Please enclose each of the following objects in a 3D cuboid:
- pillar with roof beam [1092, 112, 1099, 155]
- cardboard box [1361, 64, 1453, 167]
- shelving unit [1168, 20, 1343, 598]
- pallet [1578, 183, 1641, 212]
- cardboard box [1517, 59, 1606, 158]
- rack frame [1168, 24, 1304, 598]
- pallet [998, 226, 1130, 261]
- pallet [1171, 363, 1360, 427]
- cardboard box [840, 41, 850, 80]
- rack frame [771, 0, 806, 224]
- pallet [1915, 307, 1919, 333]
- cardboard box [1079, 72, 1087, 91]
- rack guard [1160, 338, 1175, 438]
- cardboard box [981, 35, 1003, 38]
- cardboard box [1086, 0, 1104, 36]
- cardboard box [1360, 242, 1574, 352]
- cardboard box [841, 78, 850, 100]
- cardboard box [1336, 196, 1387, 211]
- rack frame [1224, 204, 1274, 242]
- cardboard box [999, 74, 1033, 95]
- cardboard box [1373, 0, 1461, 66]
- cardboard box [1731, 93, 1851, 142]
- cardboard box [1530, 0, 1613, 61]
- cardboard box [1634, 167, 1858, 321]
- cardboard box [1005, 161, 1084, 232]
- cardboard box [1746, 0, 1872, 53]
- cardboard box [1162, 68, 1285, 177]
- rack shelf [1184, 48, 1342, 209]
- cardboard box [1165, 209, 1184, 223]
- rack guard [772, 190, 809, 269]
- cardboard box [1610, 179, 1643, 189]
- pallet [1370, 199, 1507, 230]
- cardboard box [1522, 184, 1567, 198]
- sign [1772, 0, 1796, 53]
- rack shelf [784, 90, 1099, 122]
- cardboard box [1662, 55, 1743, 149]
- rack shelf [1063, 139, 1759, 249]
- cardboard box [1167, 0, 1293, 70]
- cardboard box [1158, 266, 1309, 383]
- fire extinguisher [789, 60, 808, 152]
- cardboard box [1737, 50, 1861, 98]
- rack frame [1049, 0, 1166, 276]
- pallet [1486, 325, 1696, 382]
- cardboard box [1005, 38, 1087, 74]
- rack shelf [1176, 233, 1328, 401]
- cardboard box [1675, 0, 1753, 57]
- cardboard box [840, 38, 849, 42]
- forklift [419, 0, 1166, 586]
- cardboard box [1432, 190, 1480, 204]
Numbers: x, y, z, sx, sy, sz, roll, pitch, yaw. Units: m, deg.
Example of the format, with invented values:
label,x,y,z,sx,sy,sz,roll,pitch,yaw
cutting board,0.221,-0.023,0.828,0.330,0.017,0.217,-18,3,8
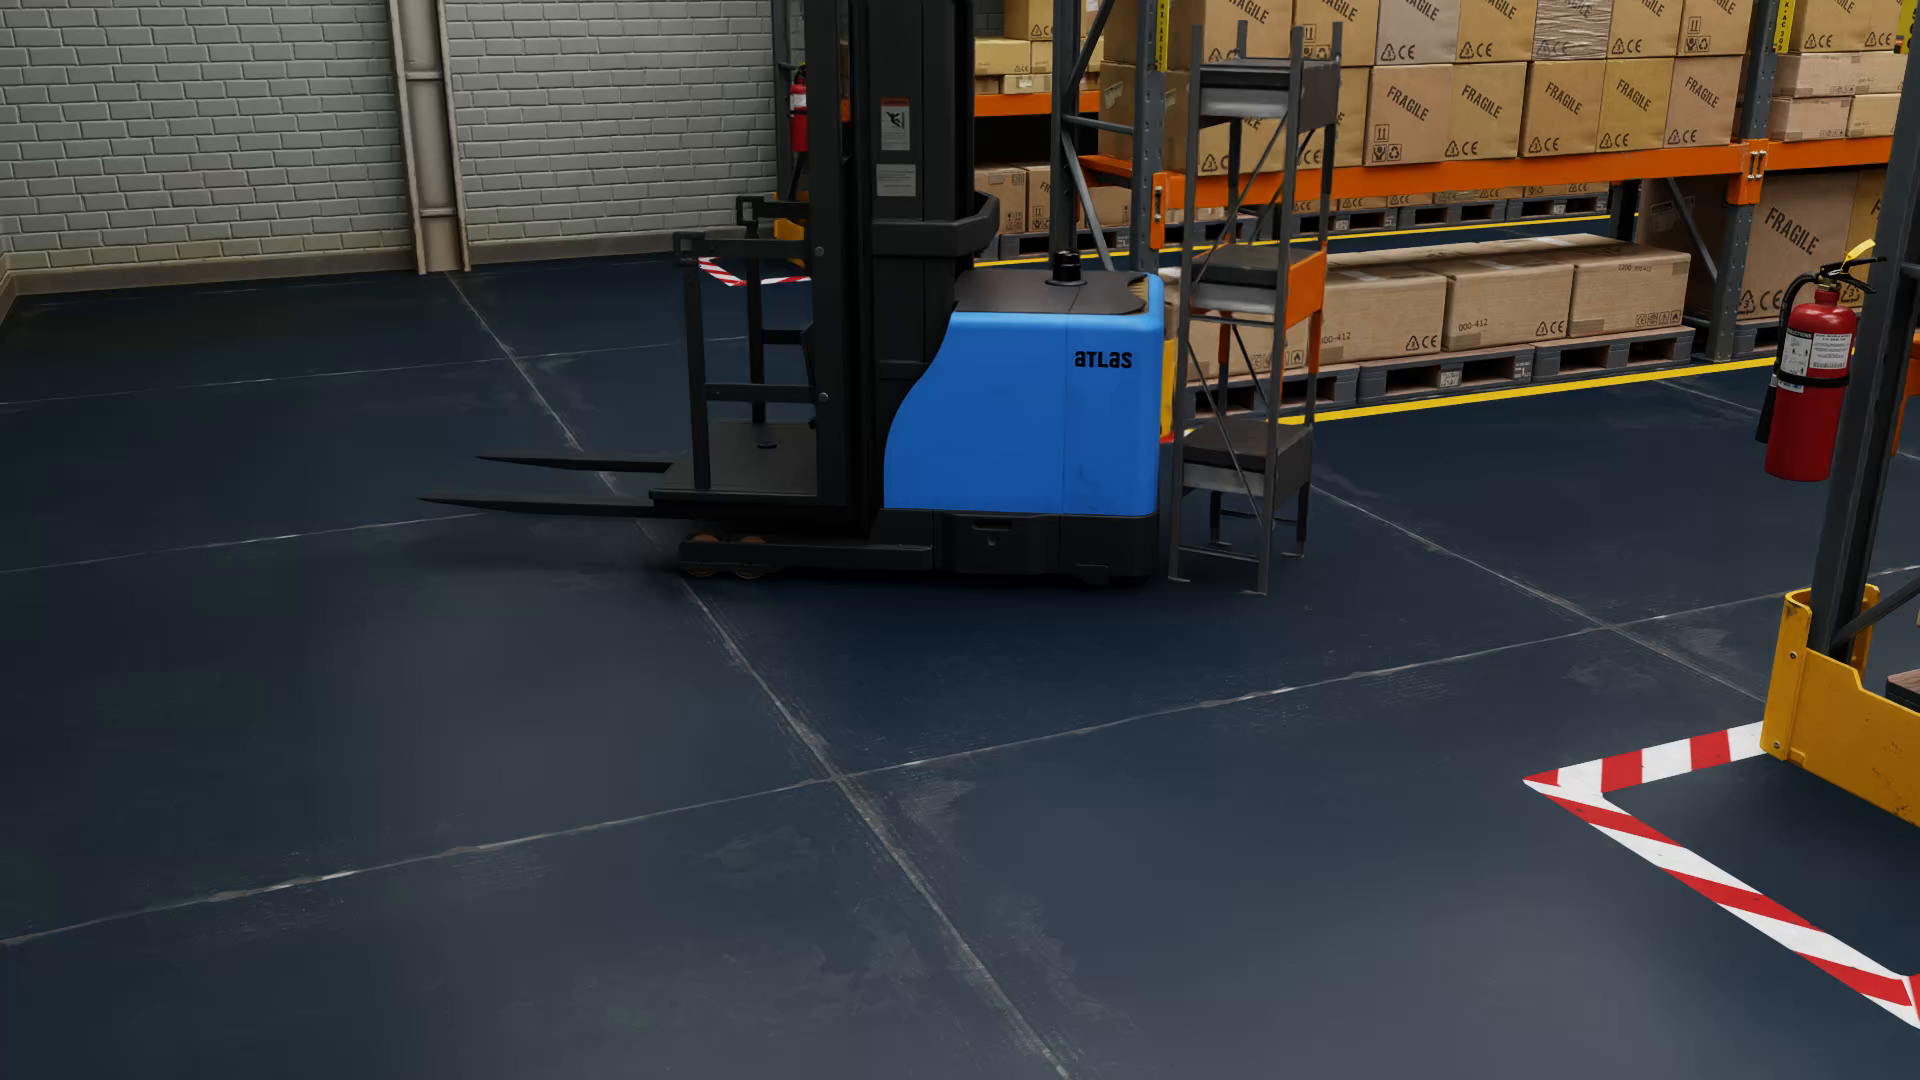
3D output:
label,x,y,z,sx,sy,sz,roll,pitch,yaw
pillar with roof beam,3.151,-5.846,10.076,0.400,9.000,9.100,-8,21,-22
cardboard box,2.221,-2.266,8.790,0.500,0.500,0.500,-8,21,-22
shelving unit,1.116,-0.874,6.343,0.431,2.100,0.503,10,22,26
pallet,6.887,-3.453,16.512,1.213,0.211,1.003,-8,21,-22
cardboard box,3.161,-2.401,9.174,0.500,0.500,0.500,-8,21,-23
rack frame,1.001,-0.802,6.139,0.400,2.100,0.015,10,22,26
pallet,0.690,-2.579,14.029,1.213,0.211,1.003,-8,21,-22
pallet,1.442,-0.920,9.318,1.213,0.211,1.003,-8,21,-22
cardboard box,-0.707,-3.667,12.698,0.500,0.250,0.500,-8,21,-22
rack frame,-1.230,-3.620,12.786,0.127,3.000,1.000,-8,21,-22
pallet,6.213,-1.604,11.259,1.213,0.211,1.003,-8,21,-22
cardboard box,0.826,-3.711,13.423,0.250,0.149,0.380,-8,21,-22
rack guard,0.717,-0.924,8.895,0.348,0.500,1.175,-8,21,-22
cardboard box,0.498,-4.031,13.731,0.500,0.250,0.500,-8,21,-22
cardboard box,0.970,-4.455,13.806,0.500,0.500,0.500,-9,21,-23
cardboard box,2.971,-1.455,9.862,0.875,0.438,0.875,-9,21,-24
cardboard box,-0.820,-3.461,12.713,0.250,0.149,0.380,-8,21,-22
cardboard box,3.461,-3.233,14.819,0.500,0.500,0.500,-8,21,-23
rack frame,2.442,-4.146,14.281,0.127,3.000,1.000,-8,21,-22
cardboard box,0.383,-3.615,13.151,0.250,0.149,0.380,-9,21,-23
cardboard box,2.234,-2.742,8.637,0.500,0.500,0.500,-8,21,-22
cardboard box,4.921,-2.539,9.944,0.500,0.250,0.500,-9,21,-23
cardboard box,3.155,-2.871,9.004,0.500,0.500,0.500,-8,21,-21
cardboard box,4.950,-1.935,10.567,0.875,0.875,0.875,-7,21,-20
cardboard box,0.694,-2.830,13.675,0.500,0.500,0.500,-8,21,-21
cardboard box,4.930,-3.122,9.716,0.500,0.500,0.500,-8,21,-21
cardboard box,1.294,-2.129,8.403,0.500,0.500,0.500,-8,21,-22
rack shelf,1.115,-1.521,6.115,0.431,0.518,0.480,10,22,26
cardboard box,1.719,-2.845,14.069,0.258,0.266,0.396,-7,21,-20
rack guard,-1.161,-2.451,13.230,0.348,0.500,1.175,-8,21,-22
cardboard box,6.693,-3.828,16.321,0.625,0.625,0.875,-7,21,-20
pallet,4.296,-3.111,15.540,1.213,0.211,1.003,-8,21,-22
cardboard box,5.348,-3.507,15.598,0.500,0.500,0.500,-8,21,-23
sign,4.633,-2.910,9.346,0.005,0.325,0.100,-8,21,-22
rack shelf,0.606,-3.544,13.653,4.000,0.370,1.077,-8,21,-22
cardboard box,4.087,-2.541,9.572,0.500,0.500,0.500,-8,21,-21
rack shelf,2.576,-2.030,9.355,4.000,0.370,1.077,-8,21,-22
cardboard box,1.293,-2.602,8.239,0.500,0.500,0.500,-9,21,-23
cardboard box,1.306,-1.214,9.178,0.875,0.438,0.875,-9,21,-24
fire extinguisher,-1.182,-3.247,12.406,0.183,0.674,0.296,-8,21,-22
cardboard box,4.928,-2.770,9.845,0.500,0.250,0.500,-9,21,-23
rack frame,0.739,-2.107,8.489,0.127,3.000,1.000,-8,21,-22
pallet,3.683,-1.241,10.230,1.213,0.211,1.003,-8,21,-22
cardboard box,0.681,-3.875,13.288,0.500,0.250,0.500,-9,21,-23
rack shelf,1.116,-0.861,6.347,0.431,0.518,0.480,10,22,26
cardboard box,4.088,-3.005,9.385,0.500,0.500,0.500,-8,21,-22
cardboard box,-0.913,-3.831,13.163,0.500,0.250,0.500,-8,21,-20
forklift,-0.688,-1.399,6.581,3.031,2.935,1.130,2,20,6
cardboard box,4.399,-3.364,15.190,0.500,0.500,0.500,-9,21,-24
